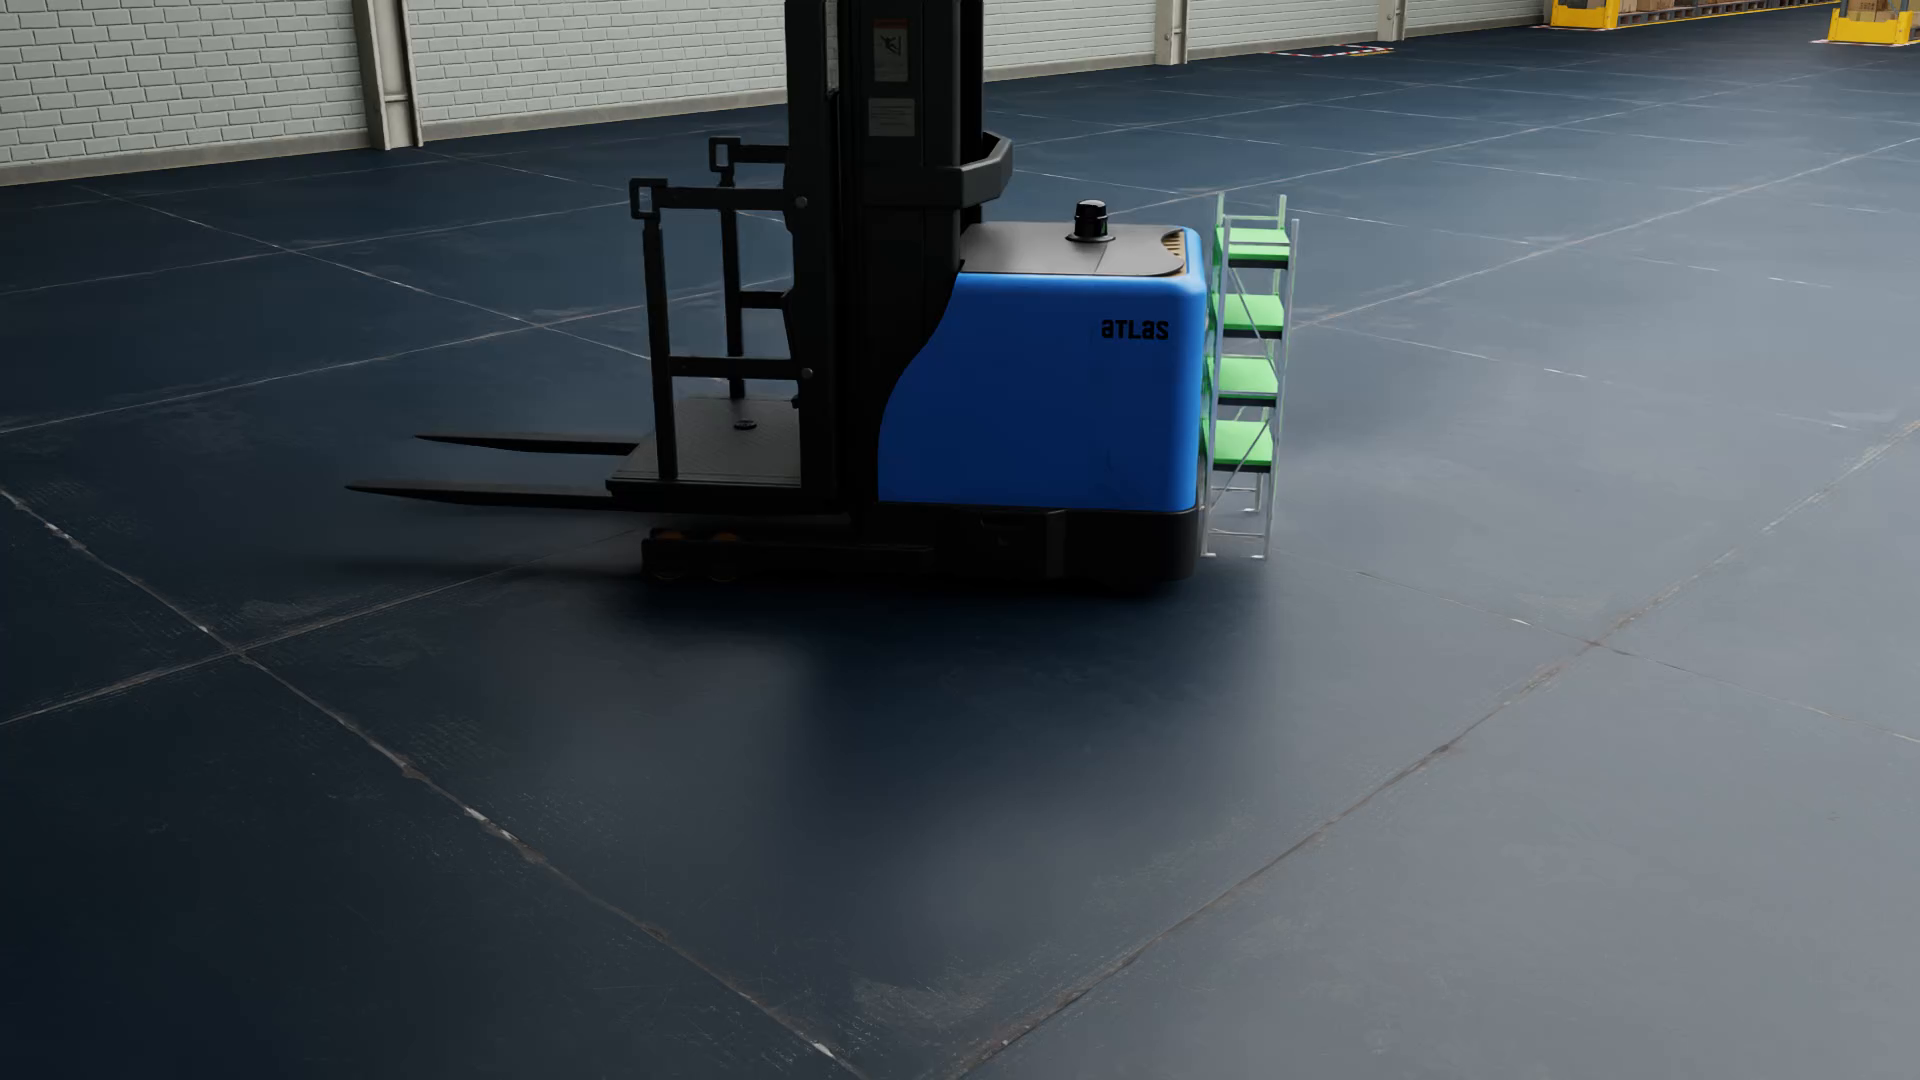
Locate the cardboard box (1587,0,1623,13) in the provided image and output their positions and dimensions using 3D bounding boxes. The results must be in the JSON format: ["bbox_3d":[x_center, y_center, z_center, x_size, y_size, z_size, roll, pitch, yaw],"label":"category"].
[{"bbox_3d":[12.063,-10.023,31.105,0.500,0.311,0.500,15,26,35],"label":"cardboard box"}]

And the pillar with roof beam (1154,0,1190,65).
[{"bbox_3d":[6.098,-9.952,19.424,9.100,9.000,0.400,19,28,41],"label":"pillar with roof beam"}]

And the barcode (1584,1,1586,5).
[{"bbox_3d":[11.789,-10.132,31.376,0.001,0.075,0.075,19,28,41],"label":"barcode"}]

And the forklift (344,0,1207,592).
[{"bbox_3d":[-0.665,-1.408,5.652,3.031,2.935,1.130,2,21,6],"label":"forklift"}]

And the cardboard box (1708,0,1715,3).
[{"bbox_3d":[15.133,-11.323,34.224,0.700,0.500,0.500,19,28,40],"label":"cardboard box"}]

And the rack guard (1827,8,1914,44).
[{"bbox_3d":[15.051,-8.506,27.507,1.175,0.500,0.348,19,28,41],"label":"rack guard"}]

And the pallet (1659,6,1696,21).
[{"bbox_3d":[13.863,-10.462,33.001,1.003,0.211,1.213,19,28,41],"label":"pallet"}]

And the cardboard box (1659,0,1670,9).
[{"bbox_3d":[13.611,-10.707,32.622,0.500,0.500,0.500,17,27,37],"label":"cardboard box"}]

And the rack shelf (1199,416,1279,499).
[{"bbox_3d":[1.005,-0.304,6.034,0.258,0.148,0.480,3,21,5],"label":"rack shelf"}]

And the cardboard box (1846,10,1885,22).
[{"bbox_3d":[15.230,-8.803,28.043,0.500,0.250,0.500,19,28,41],"label":"cardboard box"}]

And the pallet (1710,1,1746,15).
[{"bbox_3d":[15.700,-11.160,34.814,1.003,0.211,1.213,19,28,41],"label":"pallet"}]

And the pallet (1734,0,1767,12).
[{"bbox_3d":[16.551,-11.472,35.626,1.003,0.211,1.213,19,28,41],"label":"pallet"}]

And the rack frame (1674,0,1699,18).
[{"bbox_3d":[14.307,-11.946,32.973,1.000,3.000,0.127,19,28,41],"label":"rack frame"}]

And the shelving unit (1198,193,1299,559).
[{"bbox_3d":[1.010,-0.587,5.924,0.258,1.200,0.503,3,21,5],"label":"shelving unit"}]

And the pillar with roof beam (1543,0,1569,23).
[{"bbox_3d":[14.469,-13.037,27.449,9.100,9.000,0.400,19,28,41],"label":"pillar with roof beam"}]

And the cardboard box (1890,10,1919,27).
[{"bbox_3d":[15.948,-8.803,28.043,0.500,0.250,0.500,19,28,41],"label":"cardboard box"}]

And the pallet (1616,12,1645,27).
[{"bbox_3d":[12.161,-9.835,31.369,1.003,0.211,1.213,19,28,41],"label":"pallet"}]

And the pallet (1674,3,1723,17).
[{"bbox_3d":[14.849,-10.844,33.995,1.003,0.211,1.213,19,28,41],"label":"pallet"}]

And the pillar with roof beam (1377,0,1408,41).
[{"bbox_3d":[10.284,-11.494,23.437,9.100,9.000,0.400,19,28,41],"label":"pillar with roof beam"}]

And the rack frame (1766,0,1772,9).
[{"bbox_3d":[17.097,-12.974,35.648,1.000,3.000,0.127,19,28,41],"label":"rack frame"}]

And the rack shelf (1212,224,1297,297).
[{"bbox_3d":[1.016,-0.975,5.774,0.258,0.148,0.480,3,21,5],"label":"rack shelf"}]

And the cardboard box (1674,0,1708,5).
[{"bbox_3d":[14.808,-11.177,33.845,0.500,0.500,0.700,-19,28,-40],"label":"cardboard box"}]

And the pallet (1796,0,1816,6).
[{"bbox_3d":[18.552,-12.168,37.438,1.003,0.211,1.213,19,28,41],"label":"pallet"}]

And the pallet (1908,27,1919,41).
[{"bbox_3d":[15.572,-8.584,28.113,1.003,0.211,1.213,19,28,41],"label":"pallet"}]

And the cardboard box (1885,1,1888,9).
[{"bbox_3d":[15.916,-9.414,28.589,0.500,0.500,0.500,19,28,41],"label":"cardboard box"}]

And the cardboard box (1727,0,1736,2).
[{"bbox_3d":[15.863,-11.576,34.882,0.700,0.500,0.500,19,28,40],"label":"cardboard box"}]

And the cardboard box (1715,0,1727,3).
[{"bbox_3d":[15.518,-11.444,34.538,0.700,0.500,0.500,20,28,41],"label":"cardboard box"}]

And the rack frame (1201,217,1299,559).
[{"bbox_3d":[0.986,-0.500,5.698,0.240,1.200,0.015,3,21,5],"label":"rack frame"}]

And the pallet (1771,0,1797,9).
[{"bbox_3d":[17.701,-11.856,36.626,1.003,0.211,1.213,19,28,41],"label":"pallet"}]

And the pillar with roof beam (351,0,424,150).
[{"bbox_3d":[-2.273,-6.867,11.399,9.100,9.000,0.400,19,28,41],"label":"pillar with roof beam"}]

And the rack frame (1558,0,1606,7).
[{"bbox_3d":[11.516,-10.917,30.298,1.000,3.000,0.127,19,28,41],"label":"rack frame"}]

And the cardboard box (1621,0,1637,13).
[{"bbox_3d":[12.461,-10.170,31.486,0.500,0.311,0.500,-17,27,-38],"label":"cardboard box"}]

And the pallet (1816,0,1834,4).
[{"bbox_3d":[19.403,-12.483,38.258,1.003,0.211,1.213,19,28,41],"label":"pallet"}]

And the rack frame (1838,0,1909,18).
[{"bbox_3d":[15.068,-9.678,27.074,1.000,3.000,0.127,19,28,41],"label":"rack frame"}]

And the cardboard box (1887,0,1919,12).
[{"bbox_3d":[15.949,-9.152,27.907,0.500,0.500,0.500,19,28,41],"label":"cardboard box"}]

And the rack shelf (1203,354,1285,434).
[{"bbox_3d":[1.009,-0.528,5.947,0.258,0.148,0.480,3,21,5],"label":"rack shelf"}]

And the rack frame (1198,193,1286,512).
[{"bbox_3d":[1.034,-0.674,6.151,0.240,1.200,0.015,3,21,5],"label":"rack frame"}]

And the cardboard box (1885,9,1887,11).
[{"bbox_3d":[15.571,-8.934,28.386,0.500,0.250,0.500,19,28,41],"label":"cardboard box"}]

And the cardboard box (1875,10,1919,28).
[{"bbox_3d":[15.602,-8.673,27.706,0.500,0.250,0.500,19,28,41],"label":"cardboard box"}]

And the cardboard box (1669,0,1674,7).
[{"bbox_3d":[13.955,-10.683,33.025,0.380,0.166,0.250,15,26,34],"label":"cardboard box"}]

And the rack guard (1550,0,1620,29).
[{"bbox_3d":[11.569,-9.770,30.797,1.175,0.500,0.348,19,28,41],"label":"rack guard"}]

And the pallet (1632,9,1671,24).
[{"bbox_3d":[13.012,-10.147,32.181,1.003,0.211,1.213,19,28,41],"label":"pallet"}]

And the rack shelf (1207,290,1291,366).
[{"bbox_3d":[1.012,-0.751,5.861,0.258,0.148,0.480,3,21,5],"label":"rack shelf"}]

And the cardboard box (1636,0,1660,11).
[{"bbox_3d":[13.009,-10.434,31.910,0.700,0.500,0.500,17,27,37],"label":"cardboard box"}]

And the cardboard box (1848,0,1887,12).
[{"bbox_3d":[15.229,-9.153,27.910,0.500,0.500,0.500,19,28,41],"label":"cardboard box"}]
